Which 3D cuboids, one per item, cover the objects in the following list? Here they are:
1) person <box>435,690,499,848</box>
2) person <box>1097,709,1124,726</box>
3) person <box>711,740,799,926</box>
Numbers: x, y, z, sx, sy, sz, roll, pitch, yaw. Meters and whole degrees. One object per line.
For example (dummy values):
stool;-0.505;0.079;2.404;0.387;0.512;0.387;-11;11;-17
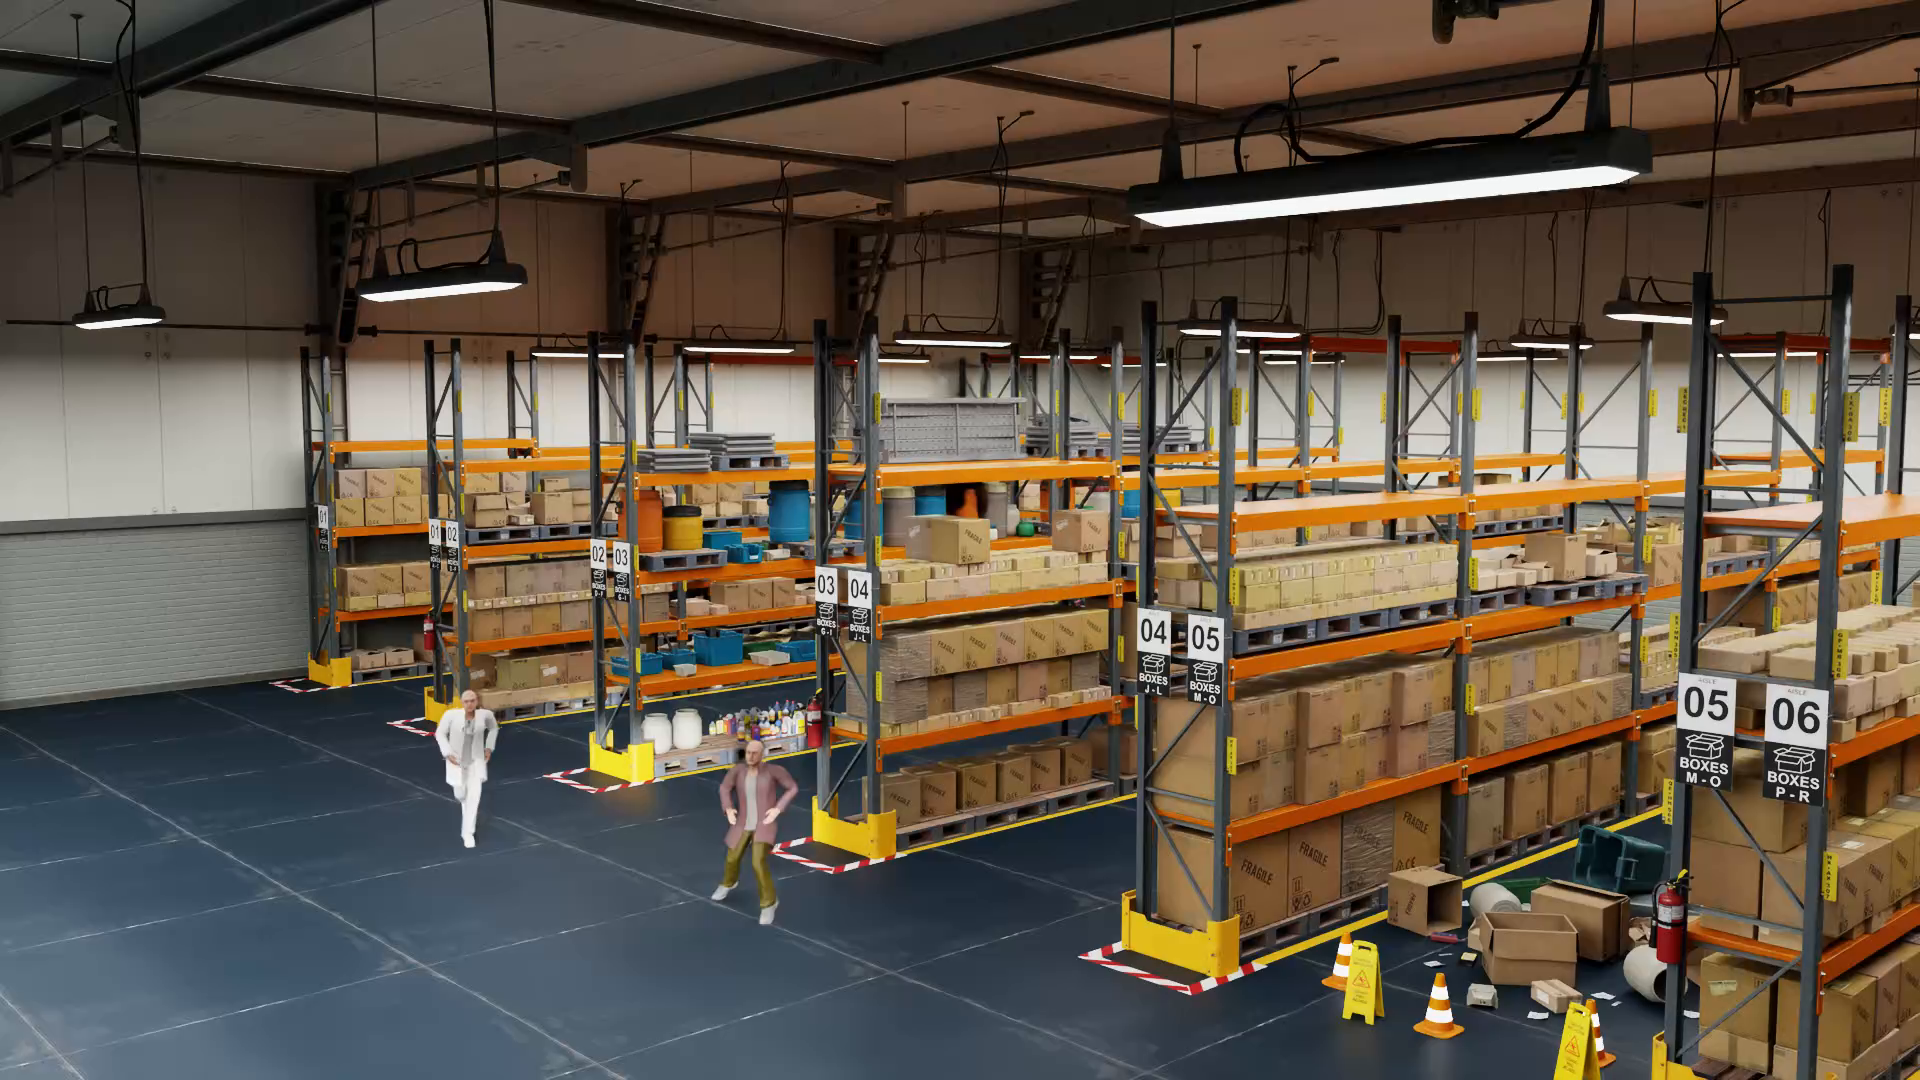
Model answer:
person;-5.748;2.605;19.424;0.714;1.778;1.102;-2;5;-17
person;2.136;1.980;24.341;0.661;1.728;0.714;-4;6;-38
person;-2.079;2.856;16.559;0.935;1.777;0.821;1;5;12
